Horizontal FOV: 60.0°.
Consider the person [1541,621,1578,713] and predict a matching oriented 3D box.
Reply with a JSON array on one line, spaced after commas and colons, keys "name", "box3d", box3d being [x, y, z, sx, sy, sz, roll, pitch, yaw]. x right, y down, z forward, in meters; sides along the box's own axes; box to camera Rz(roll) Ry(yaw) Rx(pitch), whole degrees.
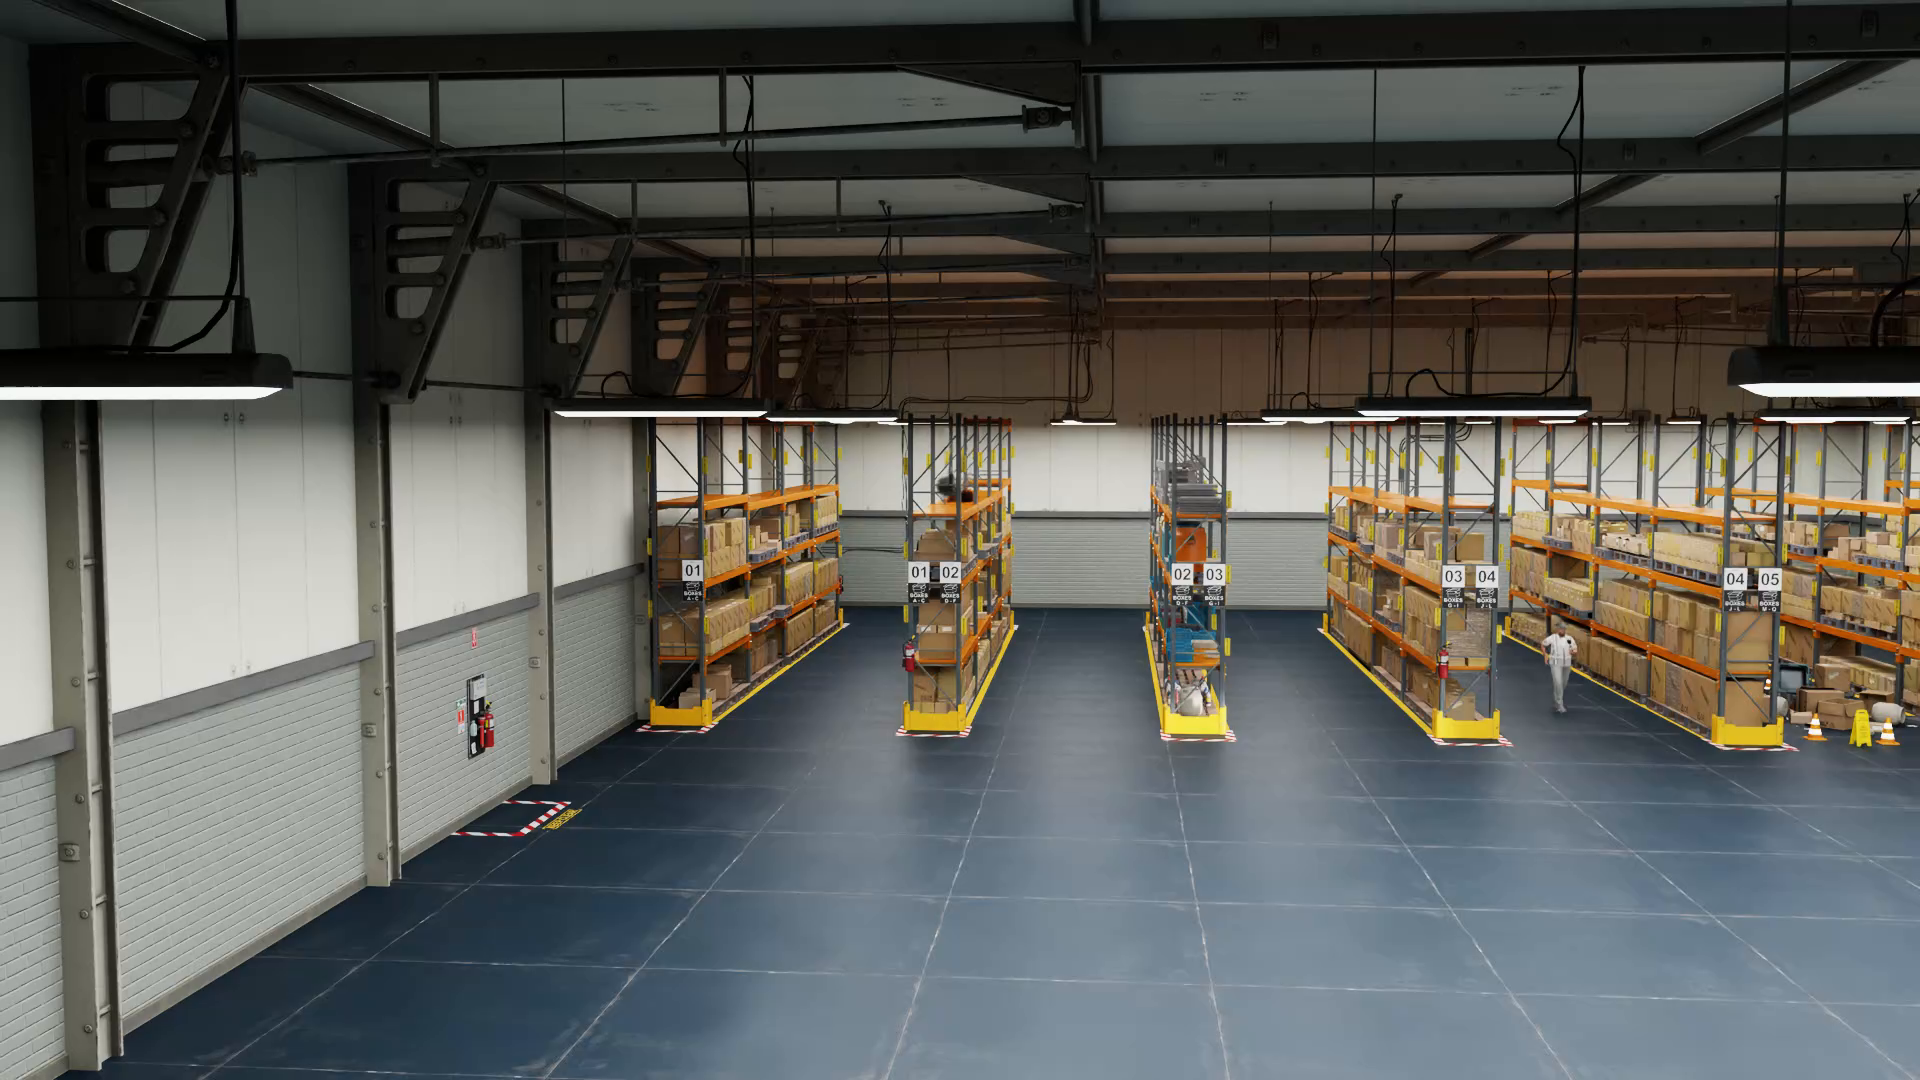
[{"name": "person", "box3d": [12.198, 2.540, 33.769, 0.653, 1.795, 0.923, 0, 4, -3]}]

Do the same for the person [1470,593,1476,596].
[{"name": "person", "box3d": [13.848, 1.868, 45.097, 0.652, 1.652, 0.487, 1, 4, 20]}]

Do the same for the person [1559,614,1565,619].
[{"name": "person", "box3d": [17.245, 1.723, 47.244, 0.903, 1.644, 0.594, 0, 4, 0]}]
